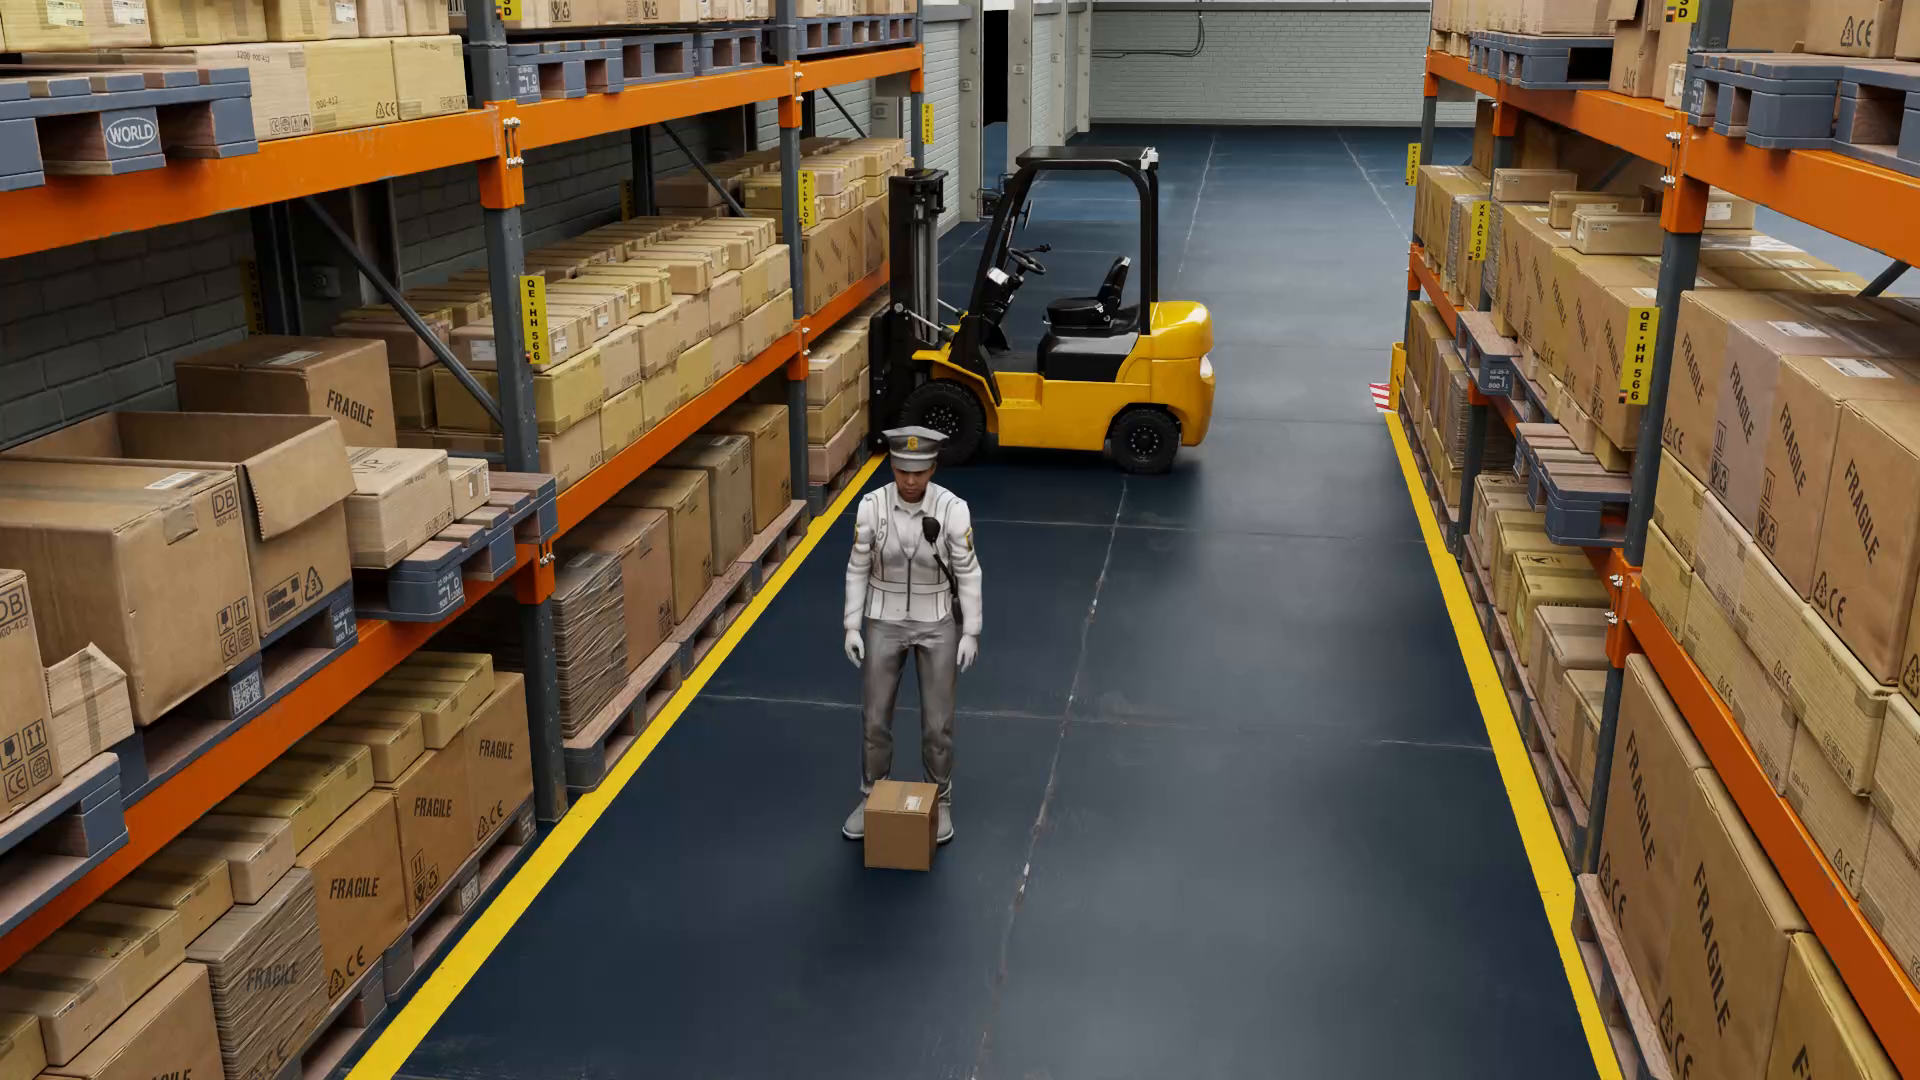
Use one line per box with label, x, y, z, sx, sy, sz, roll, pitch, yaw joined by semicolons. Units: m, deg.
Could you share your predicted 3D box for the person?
person;-0.186;0.357;6.444;0.547;1.667;0.369;2;18;6
